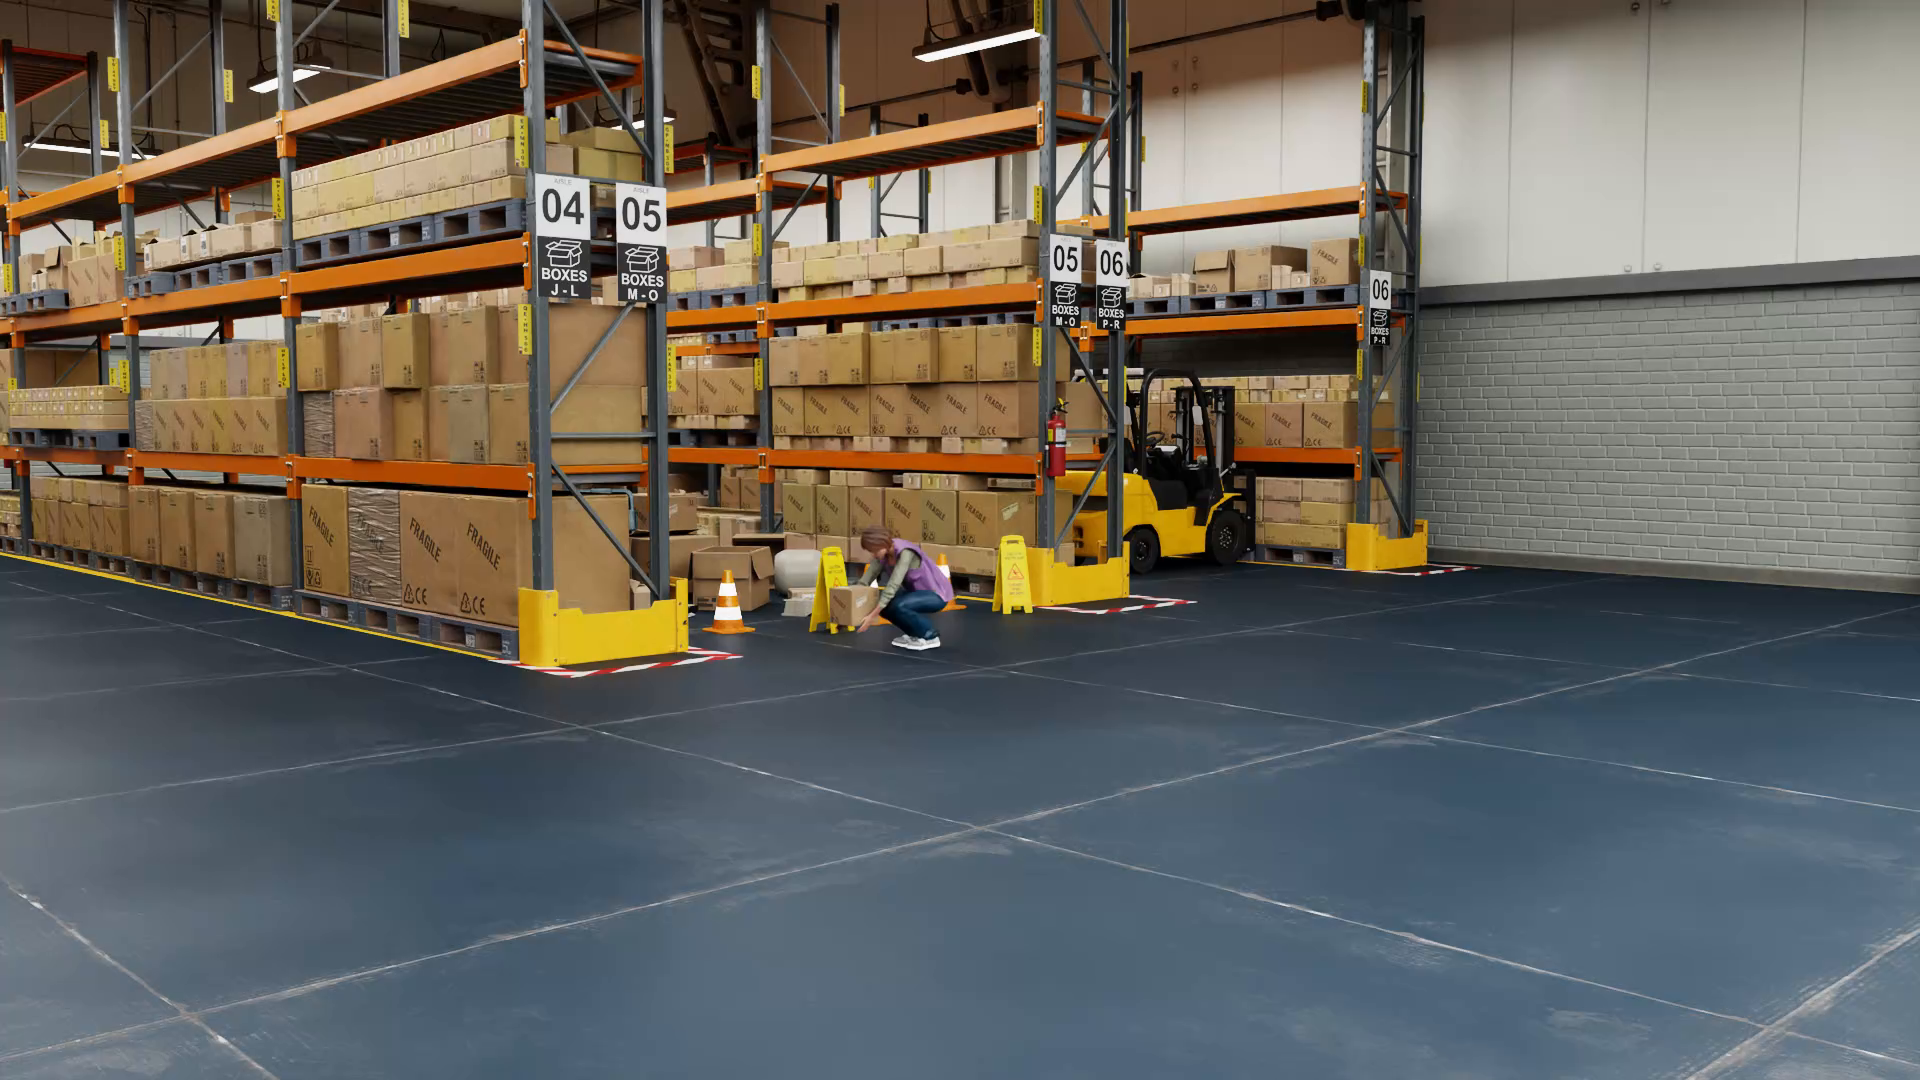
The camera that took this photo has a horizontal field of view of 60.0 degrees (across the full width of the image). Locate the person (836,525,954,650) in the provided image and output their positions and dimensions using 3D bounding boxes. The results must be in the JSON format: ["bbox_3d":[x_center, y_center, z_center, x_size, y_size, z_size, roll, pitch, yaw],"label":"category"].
[{"bbox_3d":[-0.439,0.337,11.668,0.858,0.876,0.455,-2,5,-27],"label":"person"}]
